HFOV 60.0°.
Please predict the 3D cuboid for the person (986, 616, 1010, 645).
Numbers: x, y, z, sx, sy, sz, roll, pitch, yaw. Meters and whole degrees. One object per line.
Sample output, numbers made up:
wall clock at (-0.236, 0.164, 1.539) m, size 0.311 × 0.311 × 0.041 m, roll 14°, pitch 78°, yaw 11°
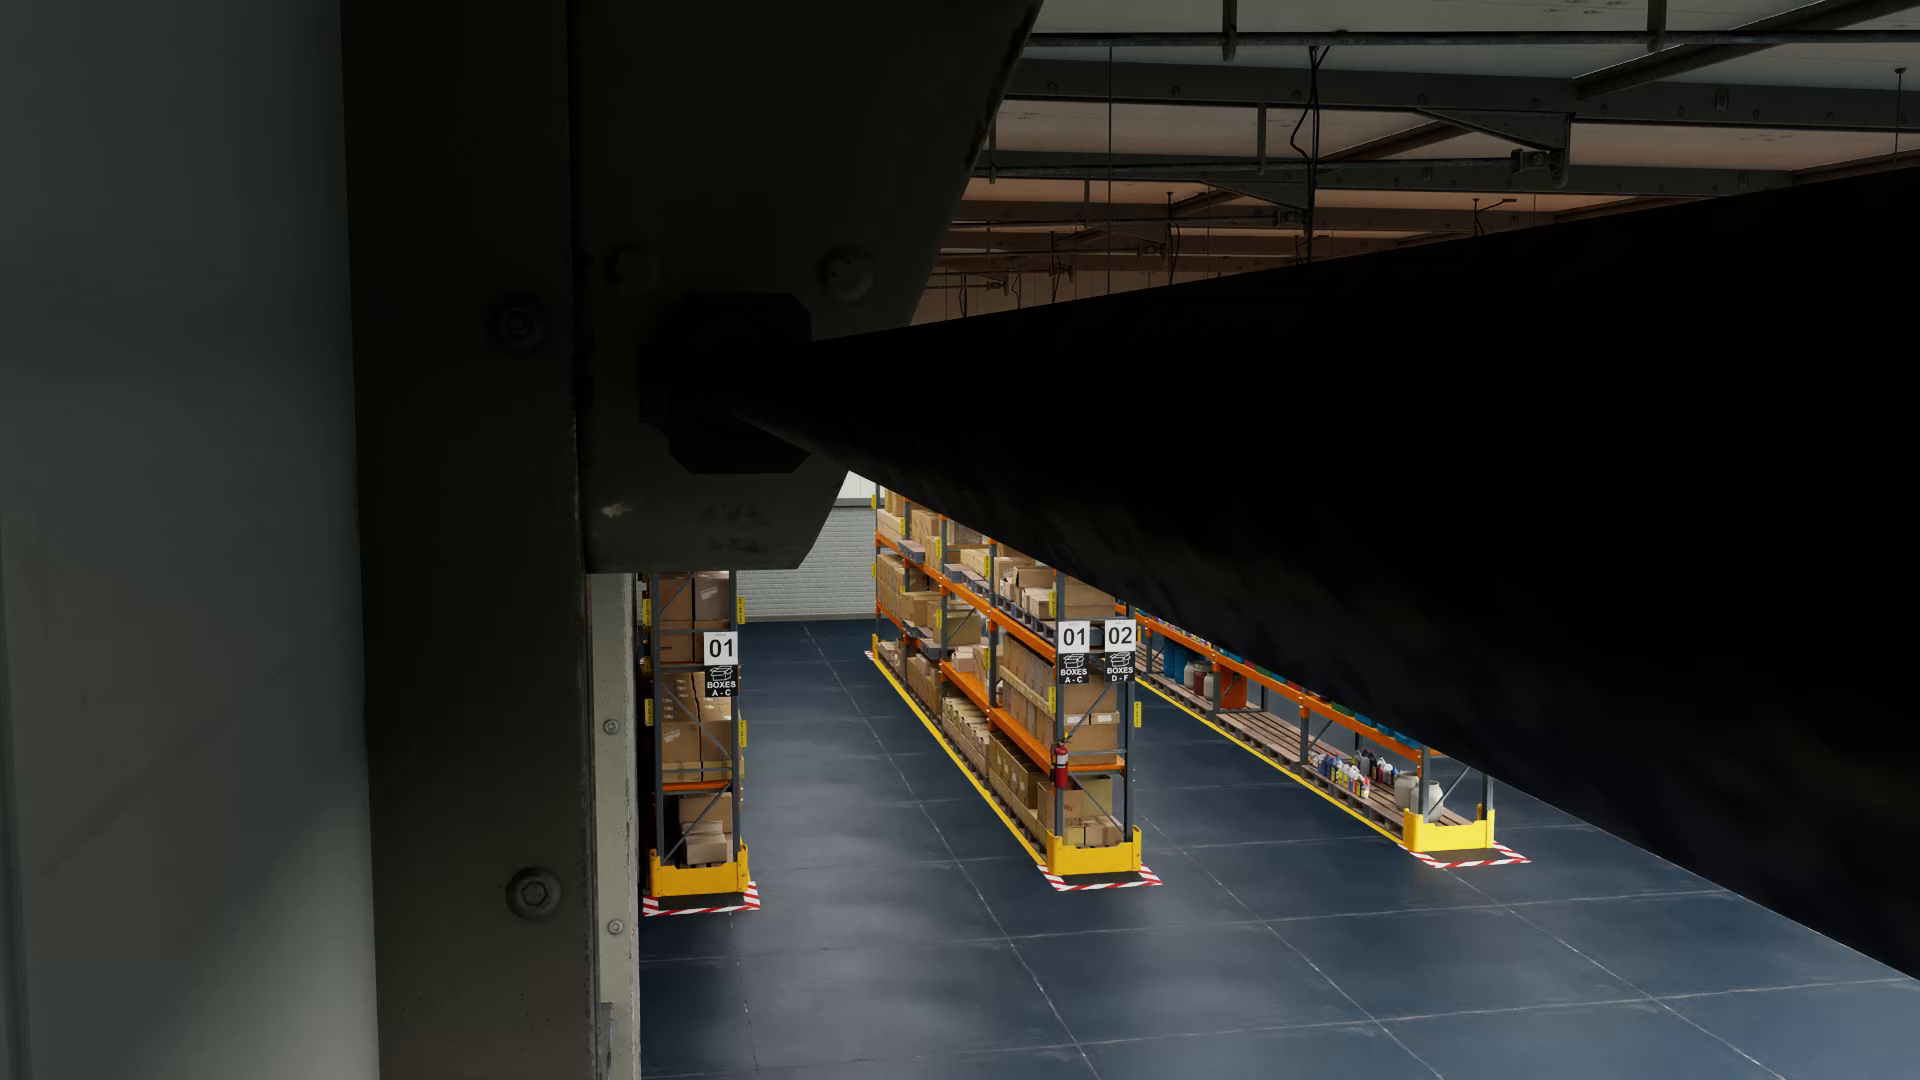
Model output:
person at (0.889, 1.935, 34.679) m, size 0.638 × 1.682 × 0.792 m, roll -2°, pitch 6°, yaw -17°
